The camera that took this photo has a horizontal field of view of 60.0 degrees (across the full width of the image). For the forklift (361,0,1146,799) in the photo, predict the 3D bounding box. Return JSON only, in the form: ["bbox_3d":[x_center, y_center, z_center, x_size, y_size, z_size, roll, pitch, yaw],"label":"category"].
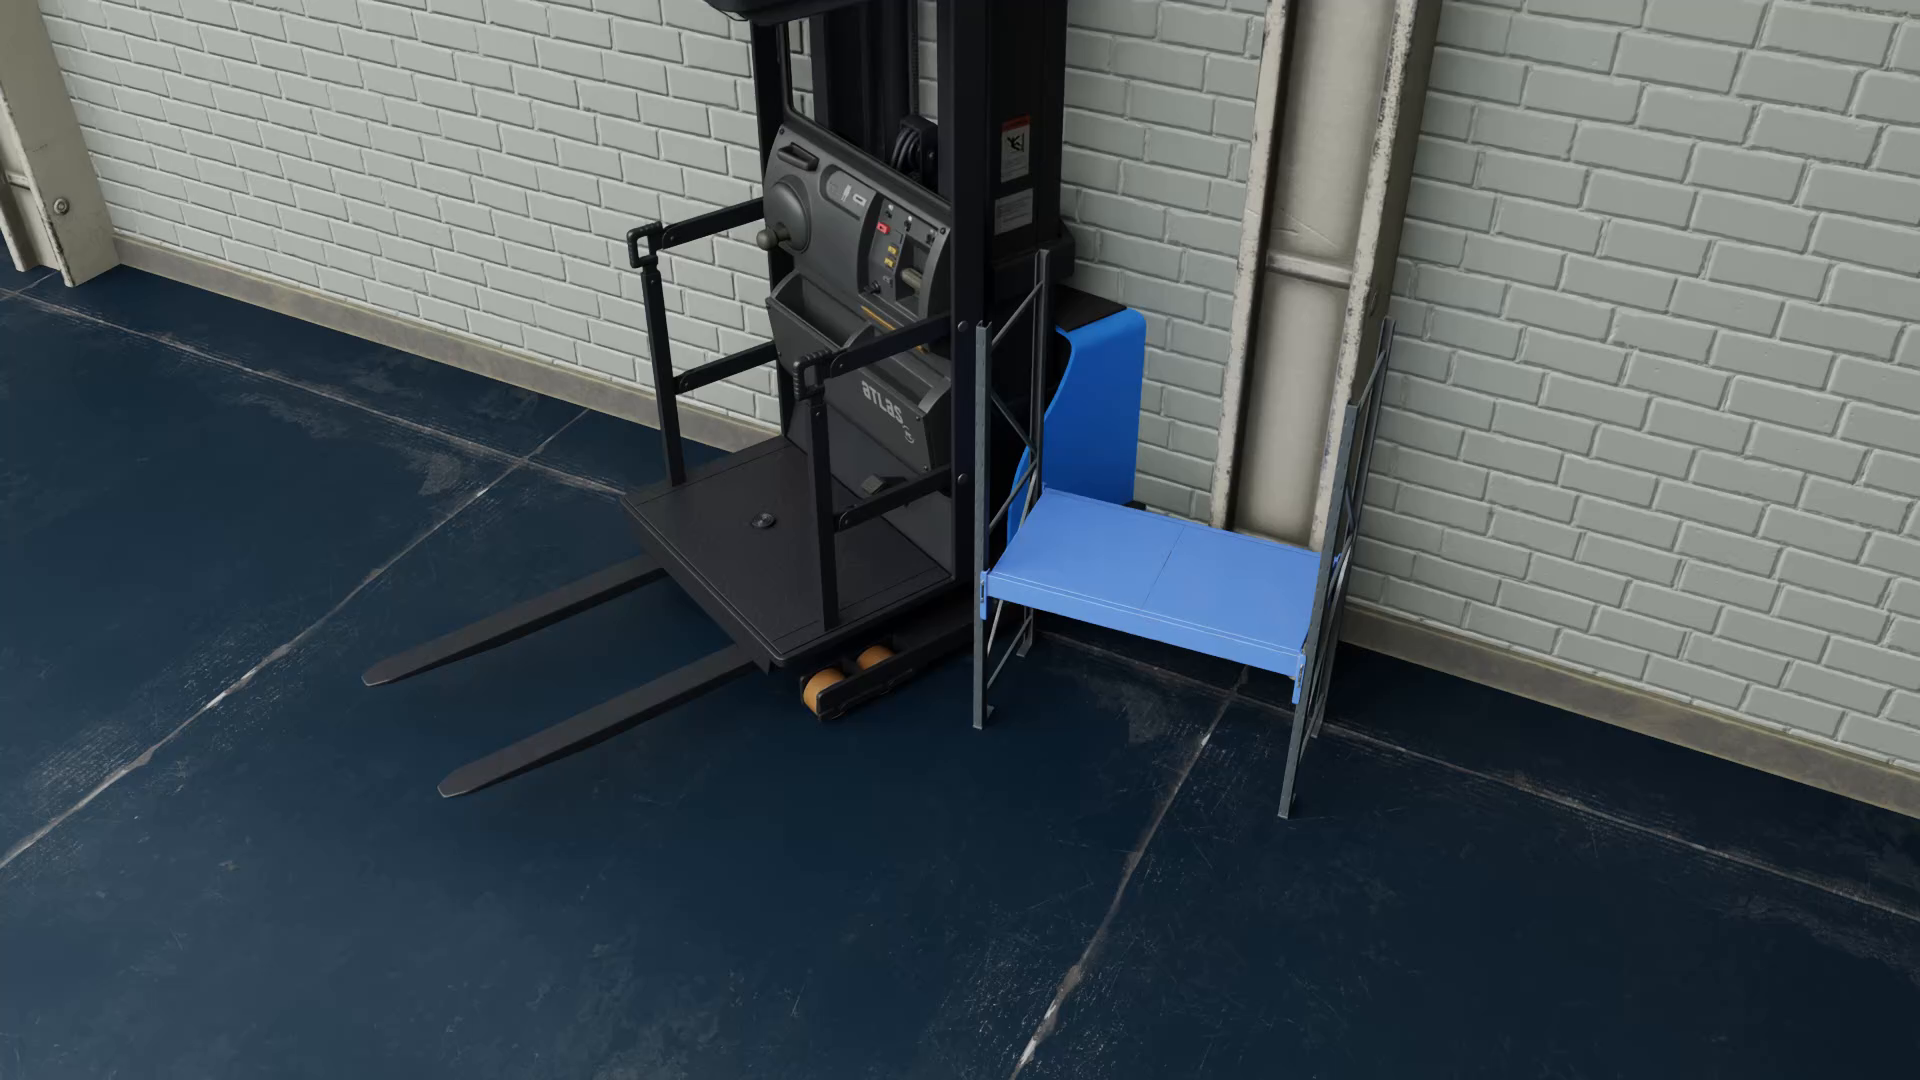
[{"bbox_3d":[-0.501,-0.941,5.066,3.031,2.935,1.130,-24,43,-28],"label":"forklift"}]

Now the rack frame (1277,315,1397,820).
[{"bbox_3d":[1.091,0.120,4.851,0.032,1.500,0.500,14,39,18],"label":"rack frame"}]

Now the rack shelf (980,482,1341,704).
[{"bbox_3d":[0.622,0.144,5.118,1.000,0.185,0.538,14,39,18],"label":"rack shelf"}]

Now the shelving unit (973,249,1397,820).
[{"bbox_3d":[0.622,0.001,5.009,1.048,1.500,0.538,14,39,18],"label":"shelving unit"}]

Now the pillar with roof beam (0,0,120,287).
[{"bbox_3d":[-6.252,-2.596,2.228,0.400,9.000,9.100,17,41,21],"label":"pillar with roof beam"}]

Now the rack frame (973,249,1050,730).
[{"bbox_3d":[0.154,-0.119,5.167,0.032,1.500,0.500,14,39,18],"label":"rack frame"}]
